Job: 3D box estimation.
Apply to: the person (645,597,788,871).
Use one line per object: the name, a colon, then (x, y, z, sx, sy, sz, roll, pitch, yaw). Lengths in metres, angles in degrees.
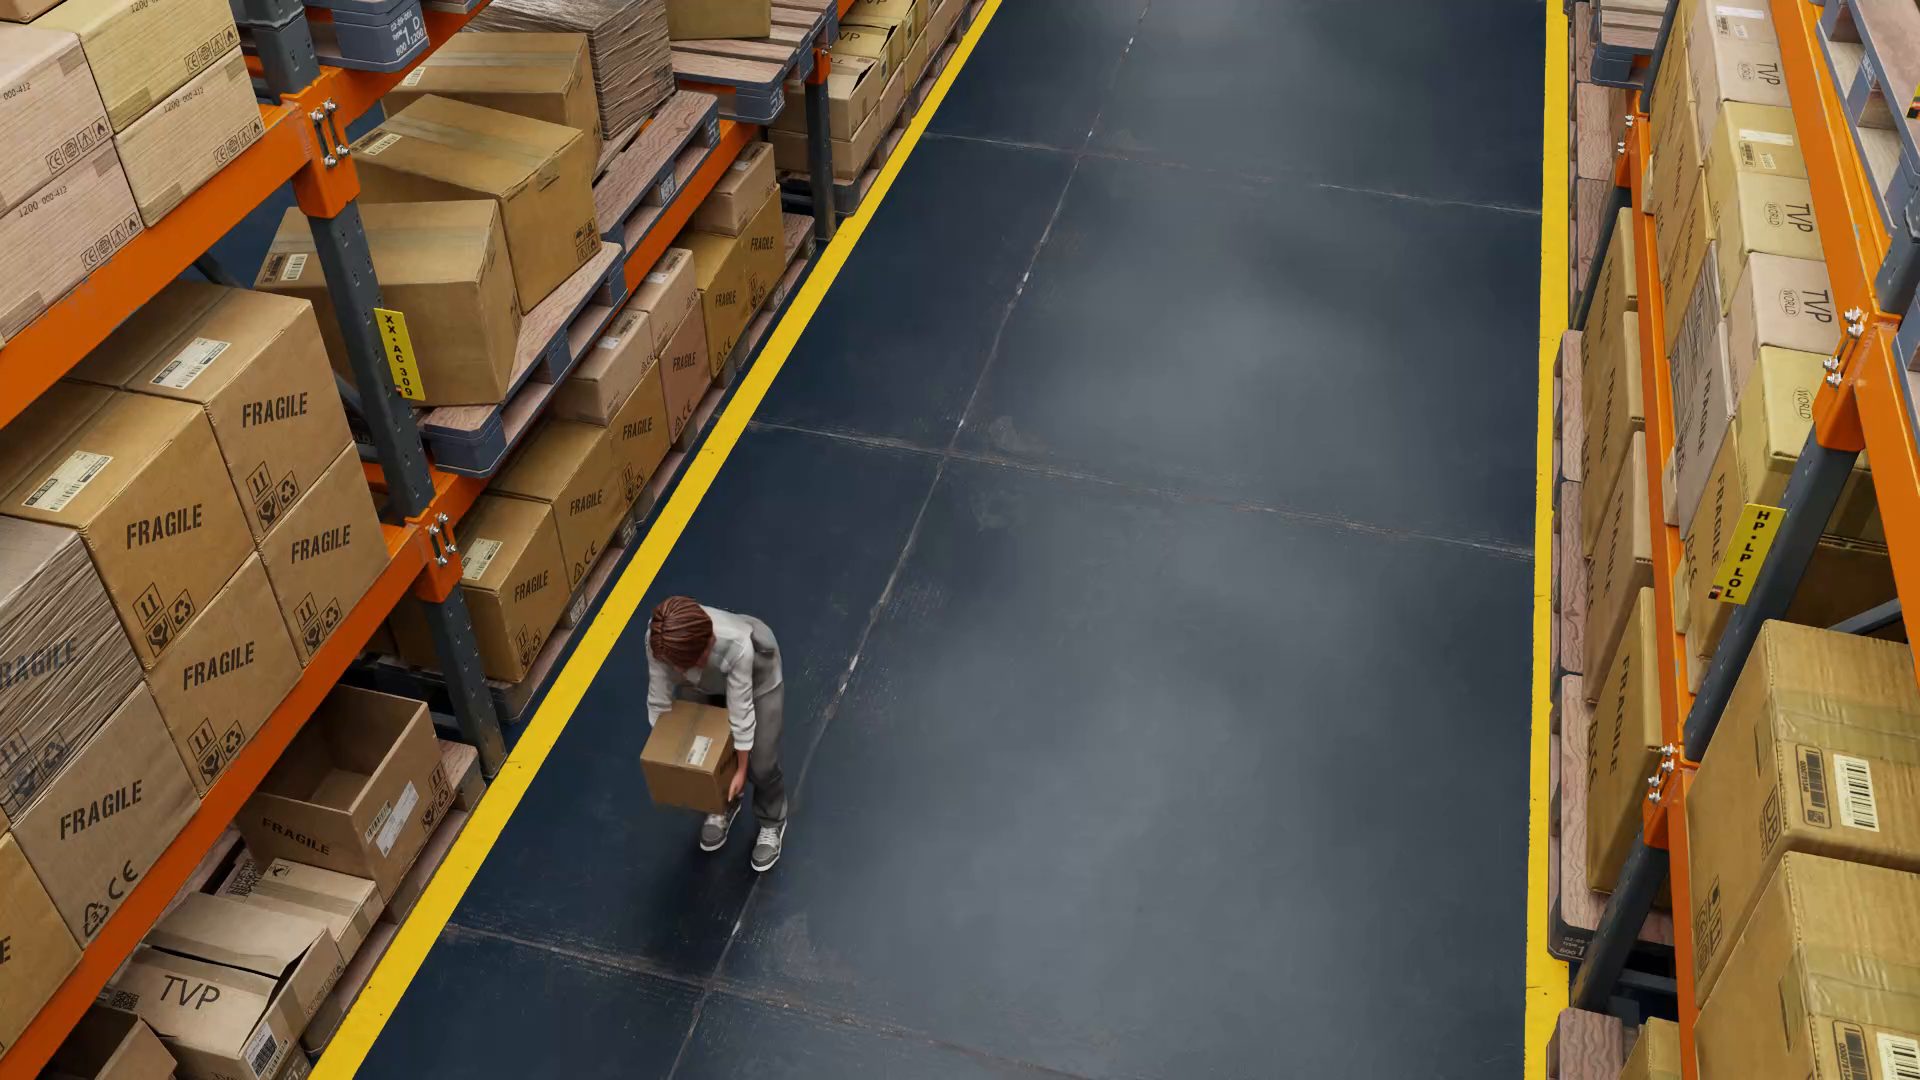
person: (-0.813, 0.615, 5.594, 0.378, 1.443, 0.647, 9, 42, 10)
